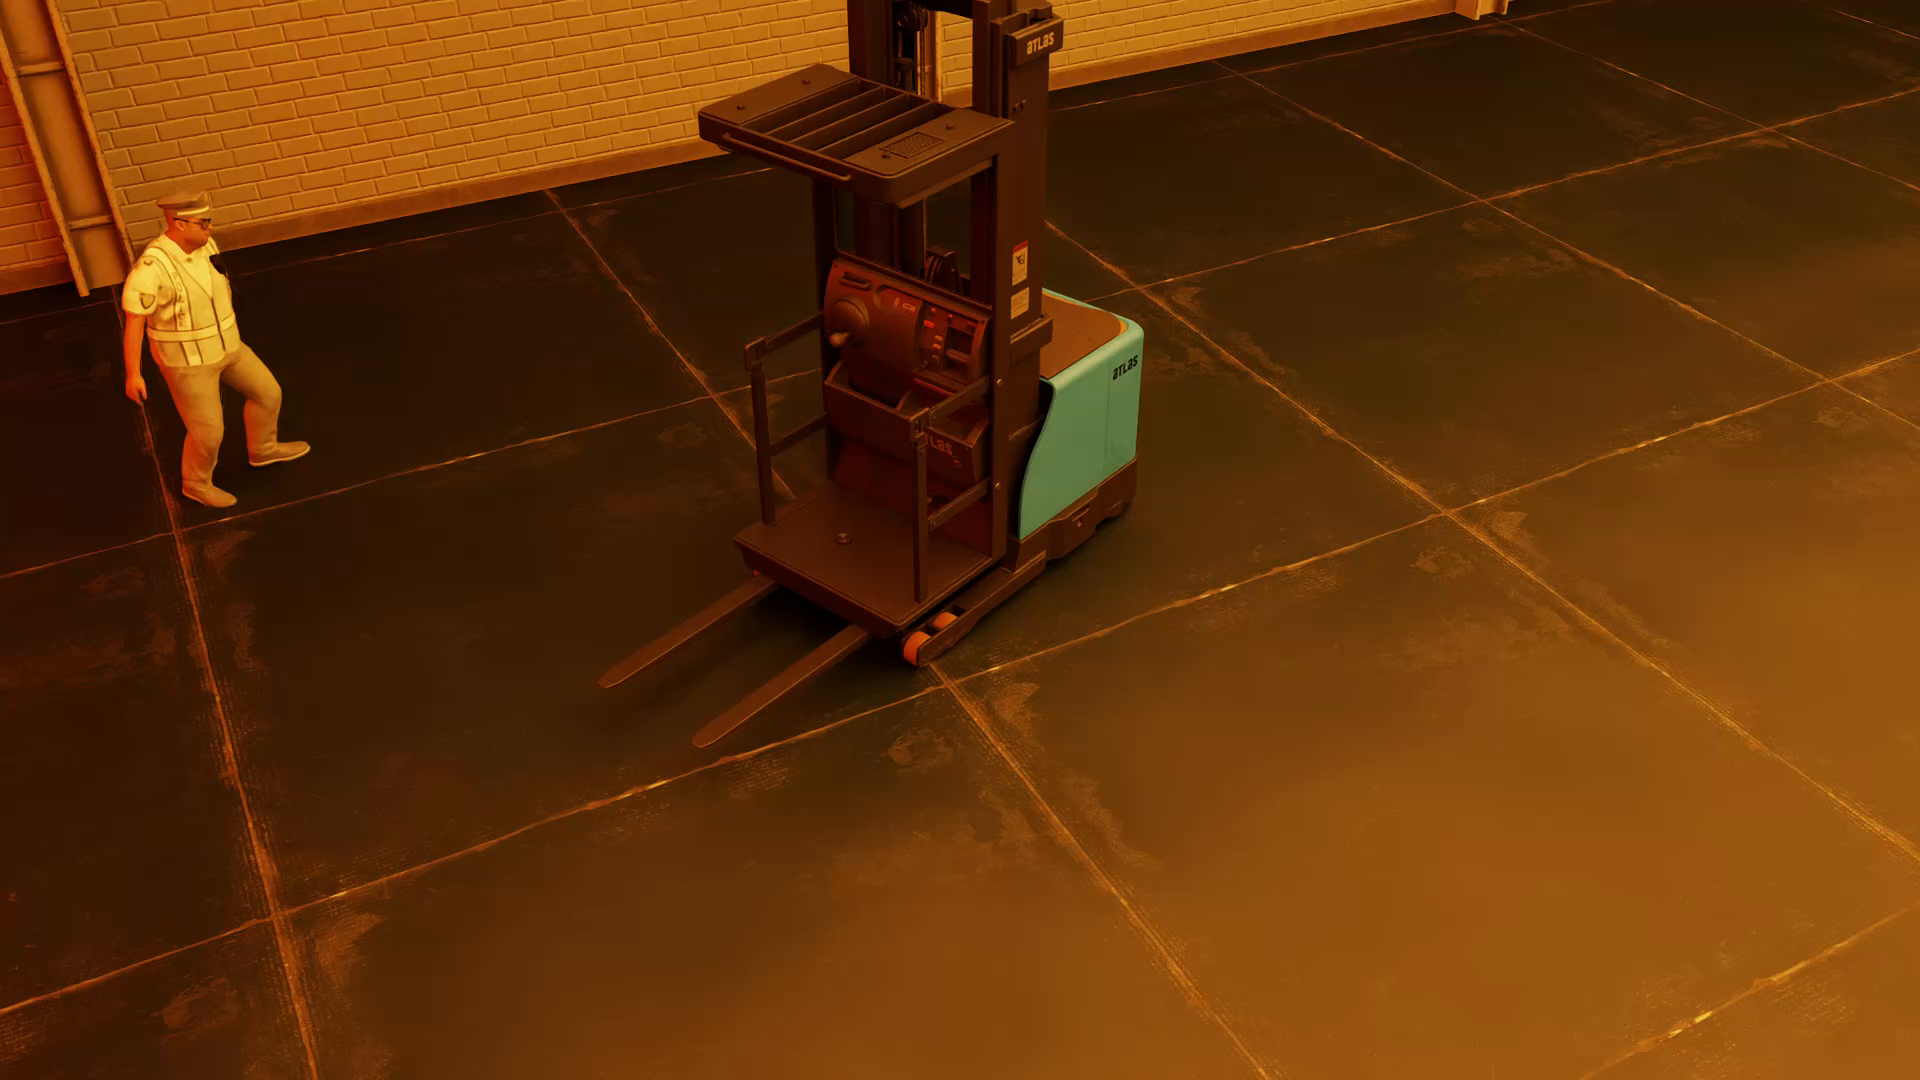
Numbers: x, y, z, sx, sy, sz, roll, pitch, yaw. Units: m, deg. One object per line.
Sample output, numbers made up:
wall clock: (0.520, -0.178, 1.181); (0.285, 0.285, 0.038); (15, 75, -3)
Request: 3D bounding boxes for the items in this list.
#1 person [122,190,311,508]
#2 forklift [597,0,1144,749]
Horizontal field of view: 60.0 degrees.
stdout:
person: (-3.928, -0.978, 8.599); (0.440, 1.724, 0.891); (13, 37, 18)
forklift: (-0.390, -0.927, 7.434); (1.130, 2.935, 3.031); (26, 43, 31)
